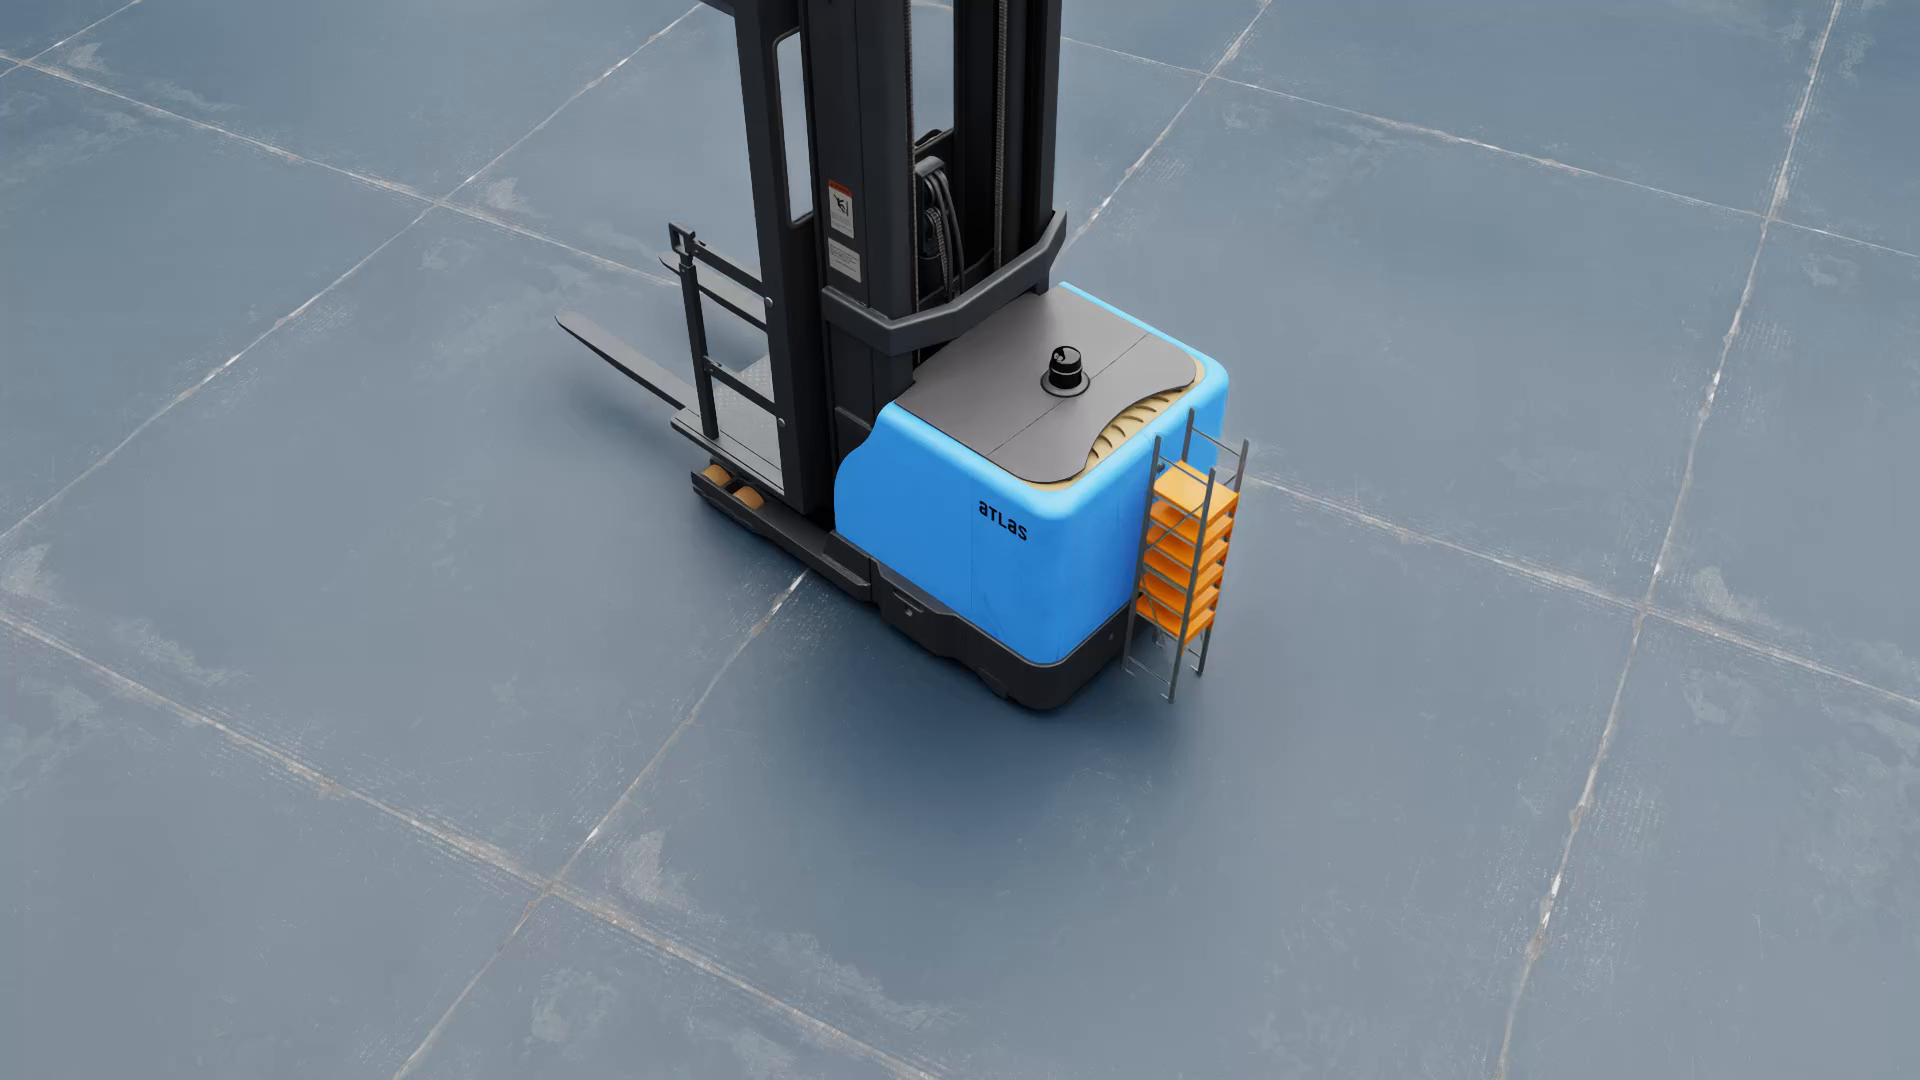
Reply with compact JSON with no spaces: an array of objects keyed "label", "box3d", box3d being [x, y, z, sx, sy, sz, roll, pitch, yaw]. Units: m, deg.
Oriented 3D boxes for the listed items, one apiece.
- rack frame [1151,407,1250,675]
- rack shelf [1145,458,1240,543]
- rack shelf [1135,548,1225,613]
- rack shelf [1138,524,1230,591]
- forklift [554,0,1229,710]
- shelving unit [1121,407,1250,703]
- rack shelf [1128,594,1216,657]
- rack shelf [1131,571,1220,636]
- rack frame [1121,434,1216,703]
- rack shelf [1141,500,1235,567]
[{"label":"rack frame","box3d":[0.835,0.033,5.868,0.240,1.200,0.006,34,54,27]},{"label":"rack shelf","box3d":[0.780,-0.135,5.591,0.258,0.103,0.180,34,54,27]},{"label":"rack shelf","box3d":[0.772,0.112,5.852,0.258,0.103,0.180,34,54,27]},{"label":"rack shelf","box3d":[0.775,0.030,5.765,0.258,0.103,0.180,34,54,27]},{"label":"forklift","box3d":[-0.467,-1.330,6.004,3.031,2.935,1.130,33,54,28]},{"label":"shelving unit","box3d":[0.773,0.082,5.820,0.258,1.200,0.189,34,54,27]},{"label":"rack shelf","box3d":[0.767,0.277,6.027,0.258,0.103,0.180,34,54,27]},{"label":"rack shelf","box3d":[0.770,0.195,5.939,0.258,0.103,0.180,34,54,27]},{"label":"rack frame","box3d":[0.712,0.130,5.773,0.240,1.200,0.006,34,54,27]},{"label":"rack shelf","box3d":[0.777,-0.053,5.678,0.258,0.103,0.180,34,54,27]}]
